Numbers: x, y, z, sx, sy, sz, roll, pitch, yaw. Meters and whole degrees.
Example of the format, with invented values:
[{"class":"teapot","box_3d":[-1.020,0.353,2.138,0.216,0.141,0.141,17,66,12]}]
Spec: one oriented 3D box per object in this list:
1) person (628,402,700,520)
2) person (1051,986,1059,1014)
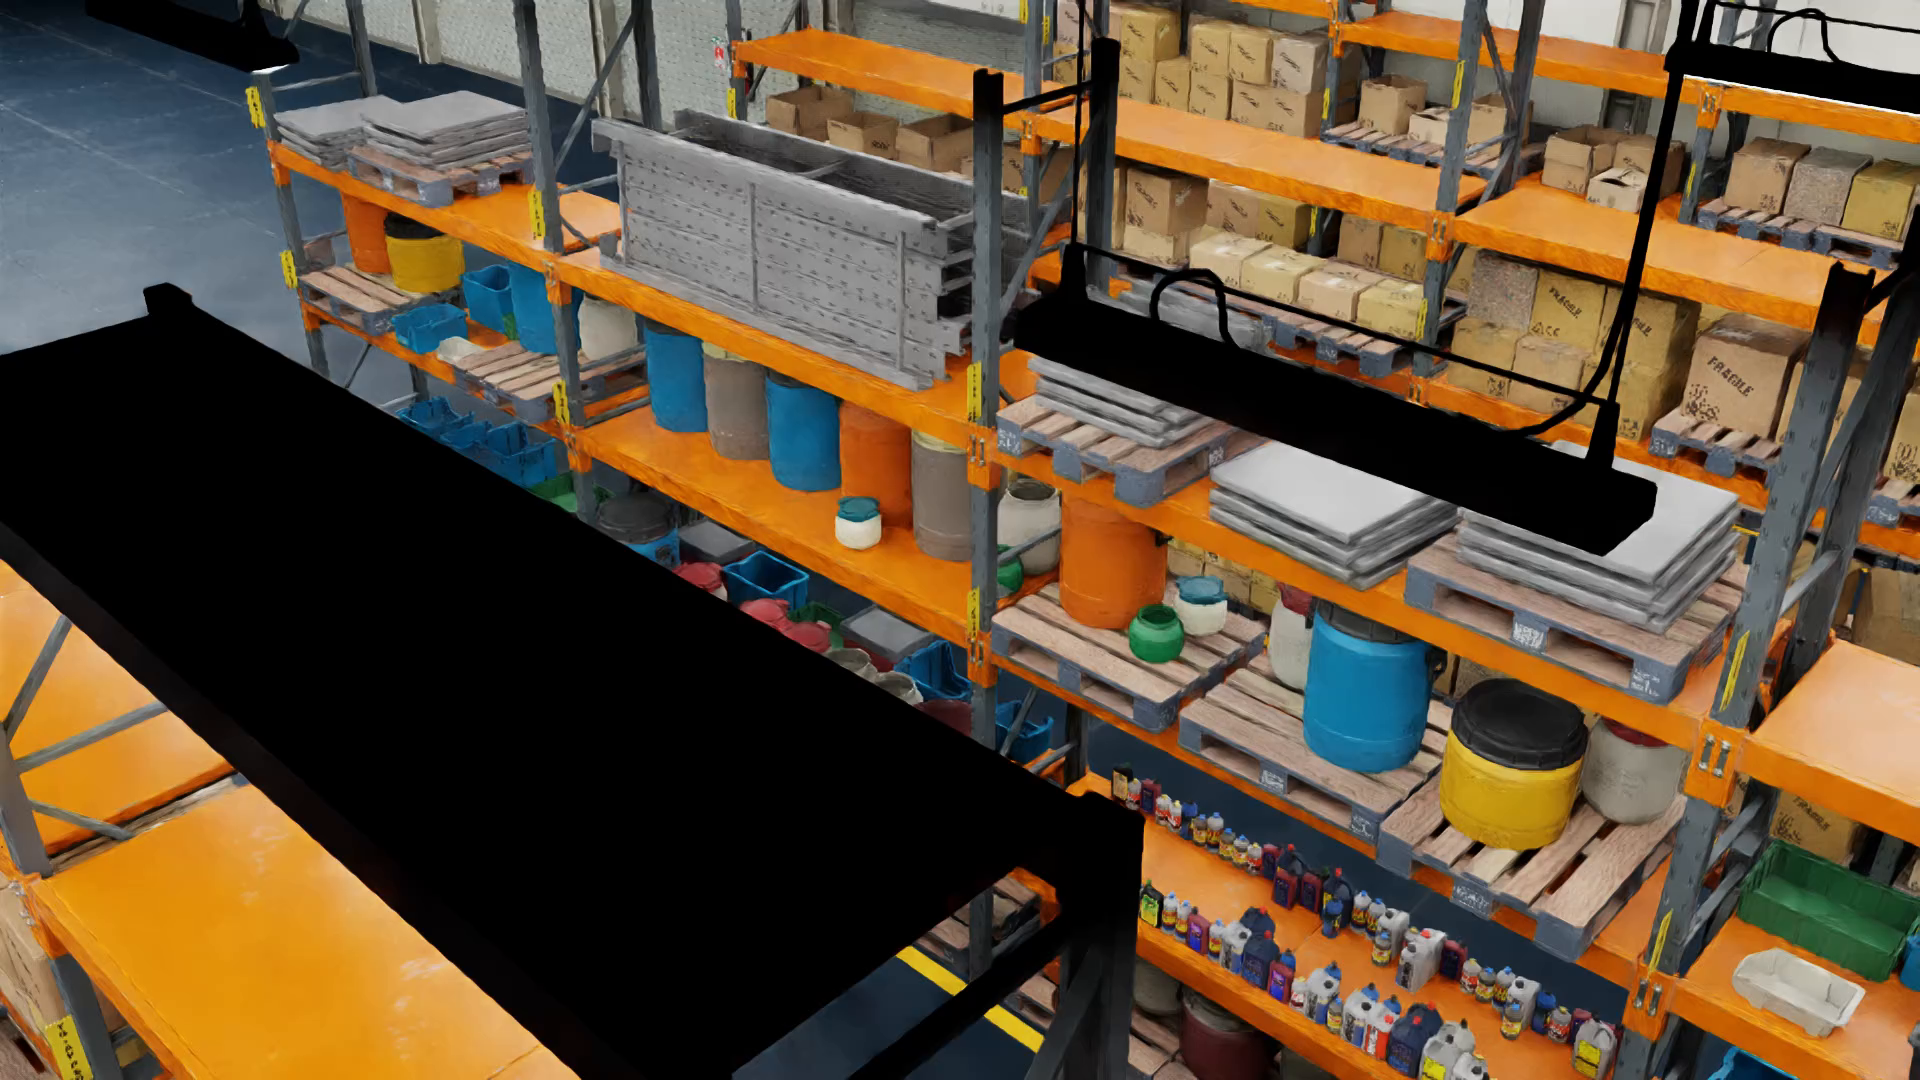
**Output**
[{"class":"person","box_3d":[-2.925,-0.803,15.883,1.102,1.715,0.580,19,35,30]},{"class":"person","box_3d":[0.626,3.091,9.160,0.948,1.539,0.432,24,37,36]}]
